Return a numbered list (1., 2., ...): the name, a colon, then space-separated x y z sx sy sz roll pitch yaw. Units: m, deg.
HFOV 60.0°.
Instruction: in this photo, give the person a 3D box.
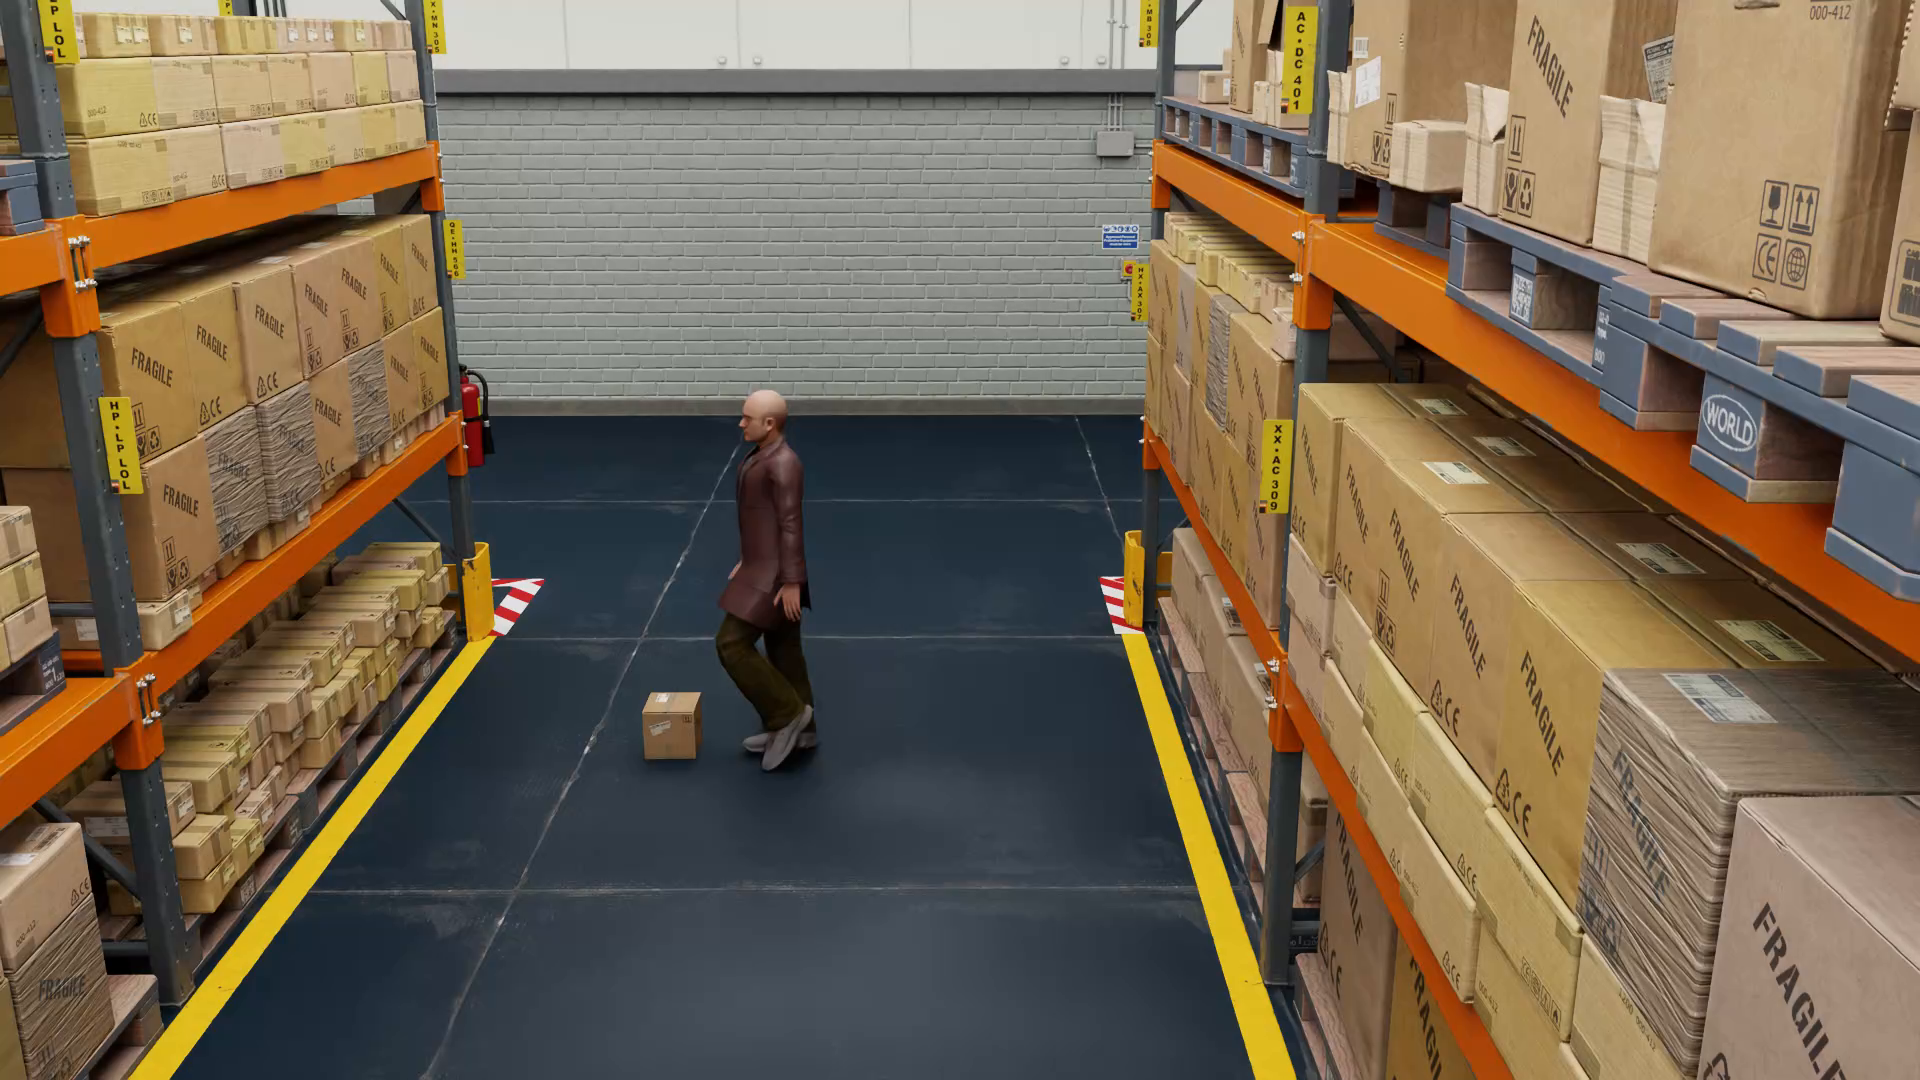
1. person: -0.909 0.195 7.974 0.533 1.839 0.634 -3 17 -9
